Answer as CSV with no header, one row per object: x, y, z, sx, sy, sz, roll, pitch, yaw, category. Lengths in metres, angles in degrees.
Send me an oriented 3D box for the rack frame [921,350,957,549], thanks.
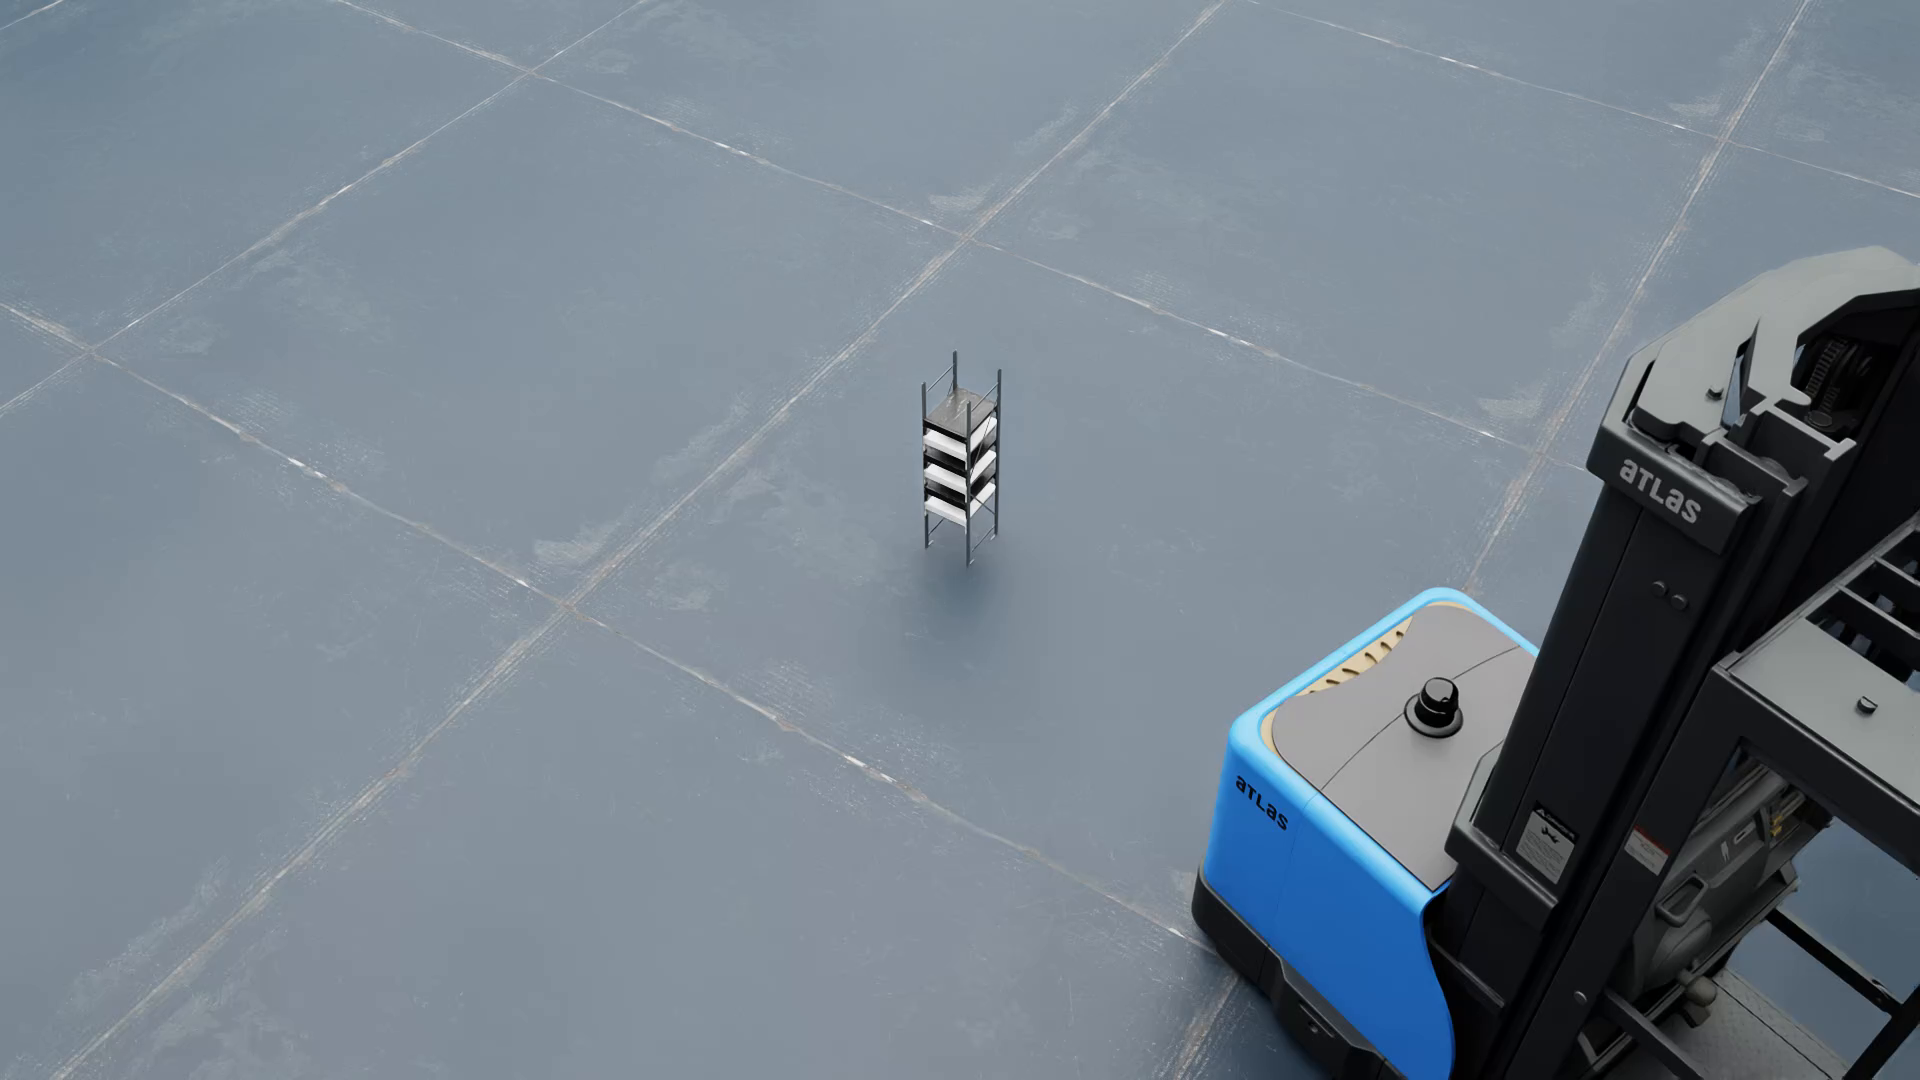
-0.079,-0.350,6.684,0.006,0.900,0.240,25,51,22,rack frame

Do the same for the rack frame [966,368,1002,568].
0.092,-0.271,6.608,0.006,0.900,0.240,25,51,22,rack frame

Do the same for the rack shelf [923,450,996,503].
0.007,-0.287,6.670,0.200,0.077,0.258,25,51,22,rack shelf

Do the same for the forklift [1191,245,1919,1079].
2.088,0.901,4.053,1.130,2.935,3.031,-29,53,-25,forklift

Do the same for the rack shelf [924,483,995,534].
0.007,-0.162,6.799,0.200,0.077,0.258,25,51,22,rack shelf

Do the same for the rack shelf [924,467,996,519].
0.007,-0.225,6.734,0.200,0.077,0.258,25,51,22,rack shelf

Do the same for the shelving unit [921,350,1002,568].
0.007,-0.310,6.646,0.210,0.900,0.258,25,51,22,shelving unit

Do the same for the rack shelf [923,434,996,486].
0.007,-0.350,6.605,0.200,0.077,0.258,25,51,22,rack shelf

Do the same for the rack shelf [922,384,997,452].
0.007,-0.475,6.476,0.200,0.077,0.258,25,51,22,rack shelf

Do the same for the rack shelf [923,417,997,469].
0.007,-0.413,6.541,0.200,0.077,0.258,25,51,22,rack shelf
